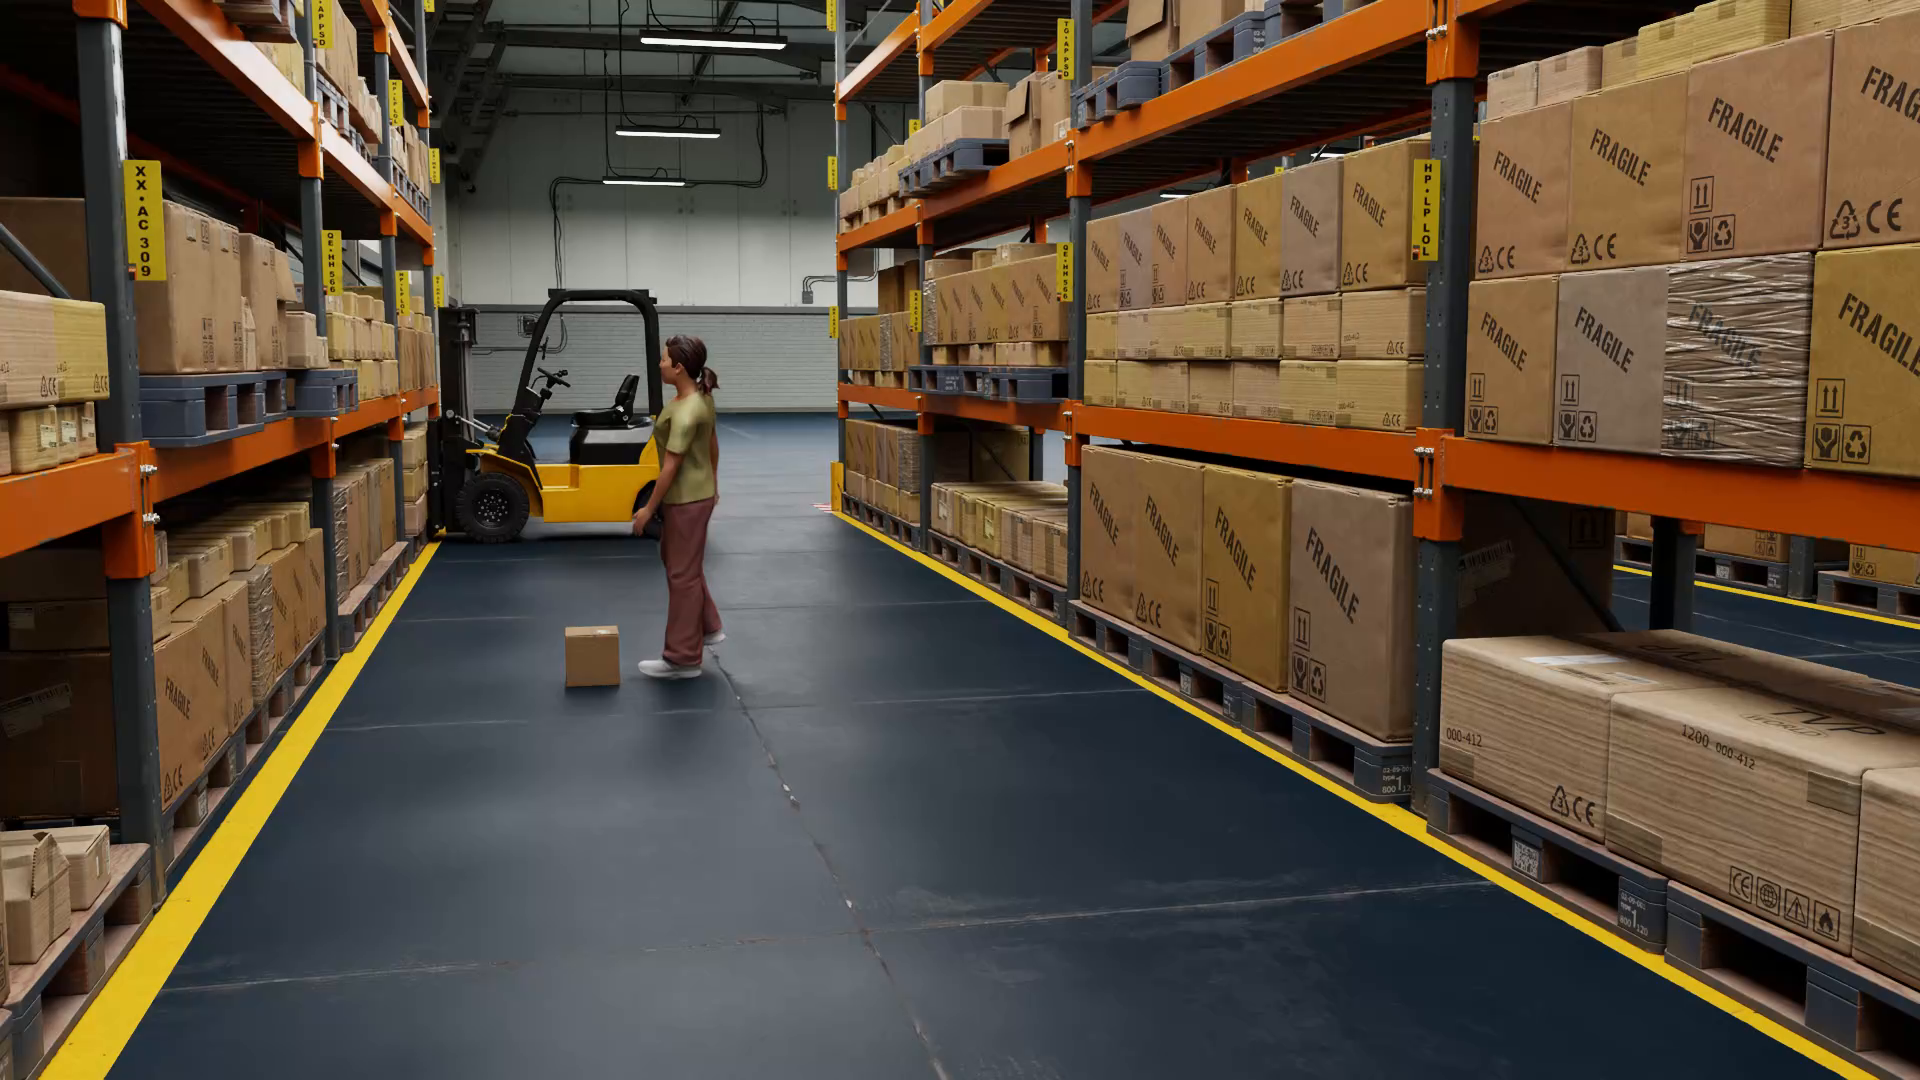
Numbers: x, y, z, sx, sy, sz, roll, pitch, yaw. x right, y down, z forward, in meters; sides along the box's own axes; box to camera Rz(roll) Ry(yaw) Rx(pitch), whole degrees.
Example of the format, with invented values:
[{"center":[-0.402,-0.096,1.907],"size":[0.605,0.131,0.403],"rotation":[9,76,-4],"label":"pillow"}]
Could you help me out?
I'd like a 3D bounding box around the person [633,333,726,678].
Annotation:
[{"center":[-1.374,-0.168,8.134],"size":[0.442,1.669,0.728],"rotation":[-1,6,-9],"label":"person"}]
